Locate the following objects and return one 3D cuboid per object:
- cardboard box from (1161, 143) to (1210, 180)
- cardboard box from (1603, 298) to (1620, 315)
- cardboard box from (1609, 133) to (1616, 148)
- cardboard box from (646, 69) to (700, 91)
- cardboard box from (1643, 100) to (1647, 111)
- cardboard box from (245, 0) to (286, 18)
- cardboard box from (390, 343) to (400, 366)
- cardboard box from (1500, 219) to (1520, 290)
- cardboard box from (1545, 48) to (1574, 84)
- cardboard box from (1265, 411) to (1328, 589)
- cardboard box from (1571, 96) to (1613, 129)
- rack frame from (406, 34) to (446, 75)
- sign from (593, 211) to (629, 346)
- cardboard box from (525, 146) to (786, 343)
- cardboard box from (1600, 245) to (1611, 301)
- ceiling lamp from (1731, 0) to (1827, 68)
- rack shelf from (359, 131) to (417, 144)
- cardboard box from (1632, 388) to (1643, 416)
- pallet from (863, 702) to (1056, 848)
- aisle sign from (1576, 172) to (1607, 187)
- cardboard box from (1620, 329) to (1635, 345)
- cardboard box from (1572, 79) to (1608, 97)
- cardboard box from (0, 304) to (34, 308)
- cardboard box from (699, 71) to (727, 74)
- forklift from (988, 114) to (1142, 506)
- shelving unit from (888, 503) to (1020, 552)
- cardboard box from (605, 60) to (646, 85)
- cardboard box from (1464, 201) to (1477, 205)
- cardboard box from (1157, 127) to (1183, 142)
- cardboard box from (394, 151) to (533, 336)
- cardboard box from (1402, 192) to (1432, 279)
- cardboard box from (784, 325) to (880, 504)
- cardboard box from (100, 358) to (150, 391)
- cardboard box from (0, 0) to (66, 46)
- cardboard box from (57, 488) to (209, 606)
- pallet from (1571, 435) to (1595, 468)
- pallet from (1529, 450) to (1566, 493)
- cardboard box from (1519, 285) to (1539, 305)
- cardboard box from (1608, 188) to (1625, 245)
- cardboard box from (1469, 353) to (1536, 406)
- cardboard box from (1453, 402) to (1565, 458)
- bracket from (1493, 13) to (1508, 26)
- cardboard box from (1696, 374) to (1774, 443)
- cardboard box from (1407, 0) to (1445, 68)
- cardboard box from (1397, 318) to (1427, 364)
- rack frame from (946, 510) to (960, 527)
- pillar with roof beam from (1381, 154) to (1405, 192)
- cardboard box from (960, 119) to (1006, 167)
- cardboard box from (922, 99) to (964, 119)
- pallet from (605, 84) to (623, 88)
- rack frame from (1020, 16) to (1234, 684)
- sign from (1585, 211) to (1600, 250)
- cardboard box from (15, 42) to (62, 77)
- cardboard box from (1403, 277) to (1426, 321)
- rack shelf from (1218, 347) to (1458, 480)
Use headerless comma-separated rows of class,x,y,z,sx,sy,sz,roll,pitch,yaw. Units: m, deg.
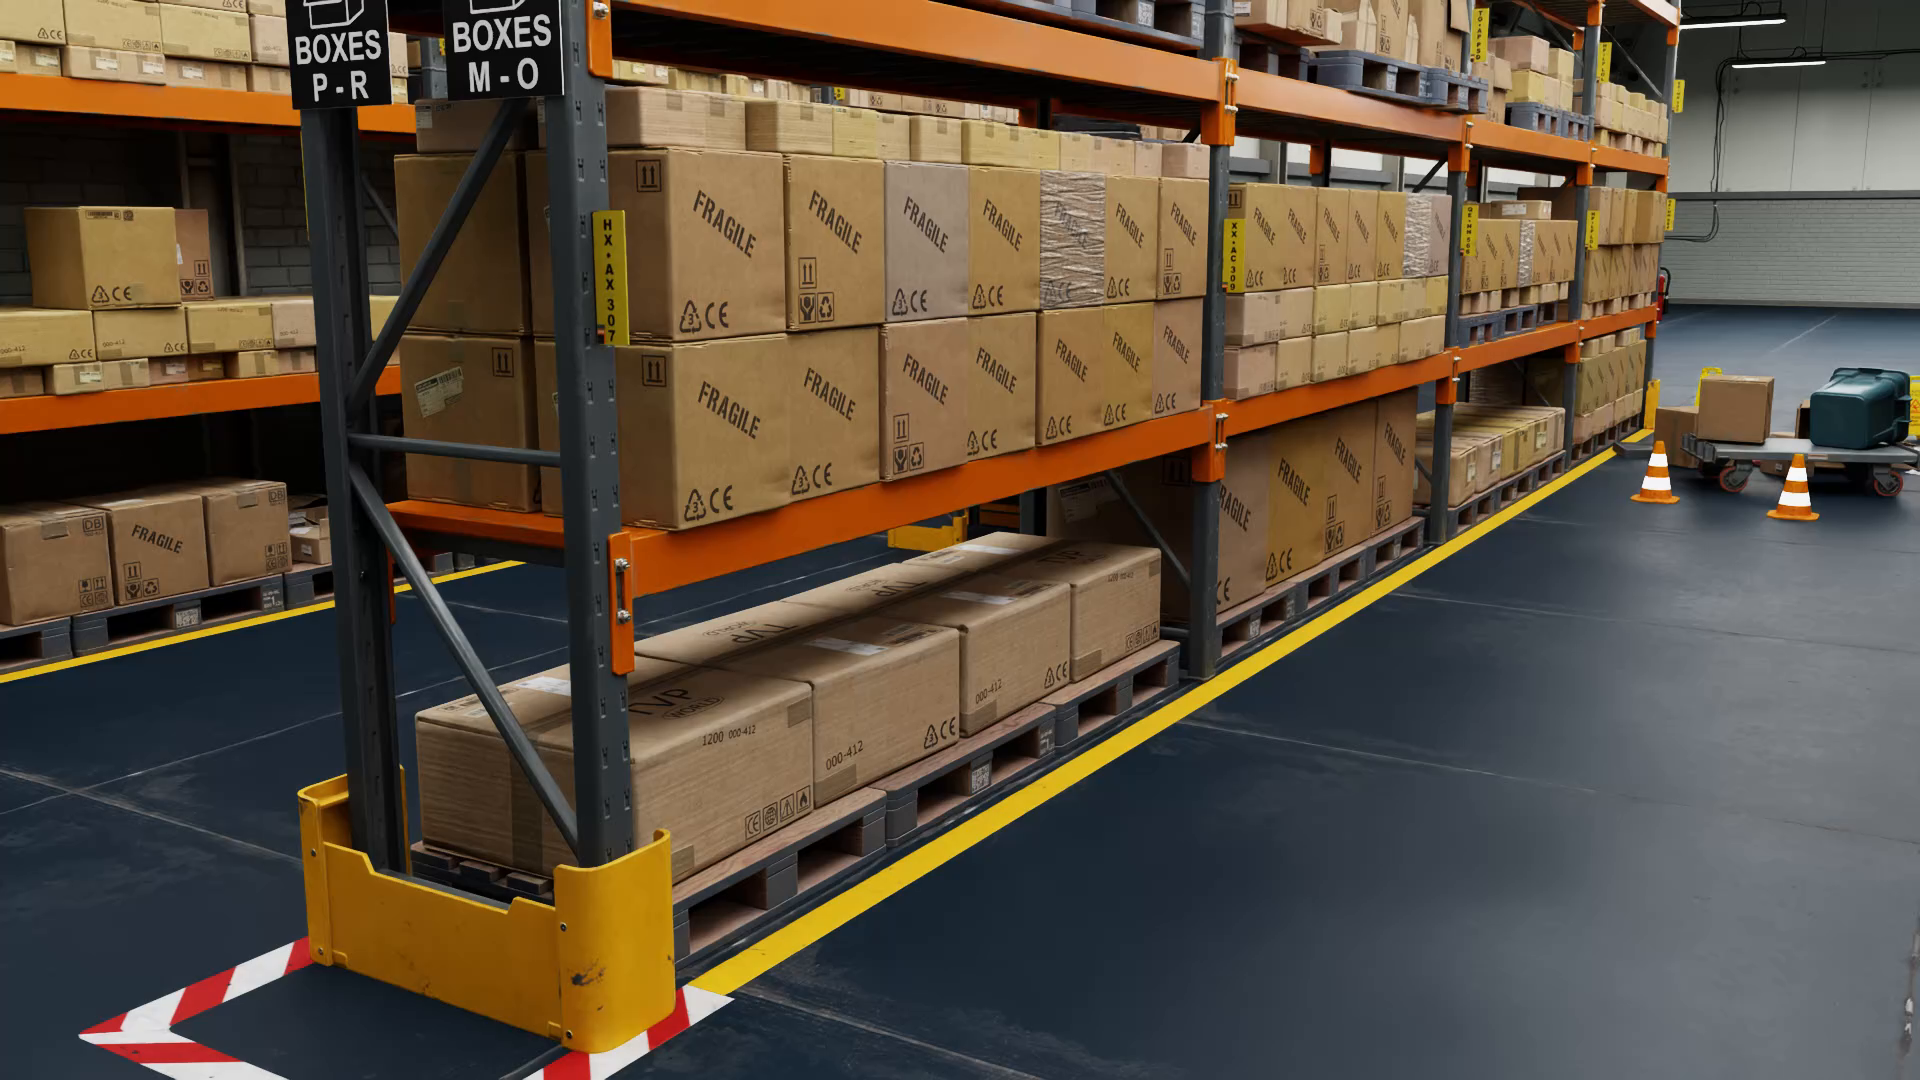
cardboard box,0.862,-1.641,7.229,0.380,0.149,0.250,6,12,30
cardboard box,6.013,-2.214,15.726,0.380,0.149,0.250,6,12,31
cardboard box,5.805,-3.657,15.280,0.380,0.149,0.250,6,12,29
cardboard box,-2.086,-3.281,11.914,0.380,0.149,0.250,7,13,32
cardboard box,6.598,-4.295,16.523,0.380,0.149,0.250,6,12,31
cardboard box,-3.806,-2.943,9.028,0.500,0.250,0.500,6,12,30
cardboard box,-3.444,-1.136,9.967,0.380,0.149,0.250,7,12,31
cardboard box,3.793,-2.106,12.247,0.500,0.500,0.500,7,12,32
cardboard box,4.711,-3.868,13.633,0.500,0.250,0.500,7,13,32
cardboard box,1.466,-0.270,9.293,0.875,0.875,0.875,7,13,32
cardboard box,5.366,-3.708,14.472,0.500,0.250,0.500,6,12,29
rack frame,-3.494,-4.282,9.789,1.000,3.000,0.127,6,12,31
sign,-0.856,-0.641,4.076,0.100,0.325,0.005,6,12,31
cardboard box,-0.834,-0.820,4.608,0.500,0.500,0.500,6,12,29
cardboard box,5.611,-2.437,15.156,0.500,0.500,0.500,6,12,30
ceiling lamp,19.233,-12.672,38.740,2.000,3.185,0.800,6,12,31
rack shelf,-2.456,-2.769,11.811,1.077,0.370,4.000,6,12,31
cardboard box,6.778,-1.446,17.270,0.500,0.250,0.500,6,12,30
pallet,-0.344,0.815,6.440,1.003,0.211,1.213,6,12,31
aisle sign,6.747,-4.064,17.863,0.394,0.787,0.004,6,12,31
cardboard box,6.521,-2.035,16.619,0.380,0.149,0.250,7,12,32
cardboard box,5.346,-3.879,14.304,0.380,0.149,0.250,6,12,30
cardboard box,-4.757,-1.115,8.774,0.500,0.250,0.500,6,12,31
cardboard box,-1.888,-3.459,12.058,0.380,0.149,0.250,6,12,29
forklift,1.159,-1.840,13.233,1.130,2.935,3.031,6,12,29
shelving unit,0.040,-0.749,11.295,0.587,1.500,1.083,6,12,31
cardboard box,-2.331,-3.149,11.156,0.380,0.149,0.250,7,13,32
cardboard box,3.881,-2.618,13.217,0.380,0.149,0.250,7,13,34
cardboard box,2.097,-4.756,18.783,0.700,0.500,0.500,6,12,31
cardboard box,-1.280,-0.870,4.876,0.500,0.500,0.500,7,13,33
cardboard box,2.522,-1.842,10.067,0.500,0.500,0.500,7,12,32
cardboard box,-0.593,-0.410,5.138,0.500,0.500,0.500,6,12,30
cardboard box,-4.335,-0.848,8.429,0.380,0.149,0.250,7,13,32
cardboard box,-4.584,-2.456,7.786,0.500,0.250,0.500,6,12,29
cardboard box,-4.335,0.026,8.729,0.500,0.500,0.500,7,12,32
pallet,5.222,-0.857,15.371,1.003,0.211,1.213,6,12,31
pallet,4.500,-0.625,14.134,1.003,0.211,1.213,6,12,31
cardboard box,4.330,-1.935,13.093,0.380,0.149,0.250,6,12,31
cardboard box,5.601,-2.932,15.080,0.700,0.500,0.500,6,12,31
cardboard box,4.981,-1.460,15.311,0.500,0.500,0.500,6,12,30
cardboard box,4.633,-0.950,14.293,0.950,0.372,0.625,7,12,31
bracket,11.037,-10.647,34.005,0.235,0.232,0.430,6,12,31
cardboard box,6.440,-1.096,13.809,0.500,0.500,0.500,6,12,31
cardboard box,2.475,-3.045,9.919,0.700,0.500,0.500,6,12,28
cardboard box,2.534,-1.229,10.191,0.500,0.250,0.500,7,12,32
rack frame,-0.220,-0.671,10.875,0.500,1.500,0.032,6,12,31
pillar with roof beam,11.514,-7.622,27.629,9.100,9.000,0.548,6,12,31
cardboard box,-0.065,-1.360,5.728,0.380,0.149,0.250,6,12,29
cardboard box,-0.305,-3.993,14.708,0.500,0.500,0.500,7,13,32
pallet,-2.560,-2.975,11.467,1.213,0.211,1.003,6,12,31
rack frame,0.750,-0.860,7.811,1.000,3.000,0.127,6,12,31
sign,5.380,-2.635,14.145,0.100,0.325,0.005,6,12,31
cardboard box,-4.522,-2.282,7.937,0.380,0.149,0.250,6,12,30
cardboard box,2.529,-1.480,10.170,0.500,0.250,0.500,6,12,29
rack shelf,1.788,-0.821,9.558,1.077,0.370,4.000,6,12,31
